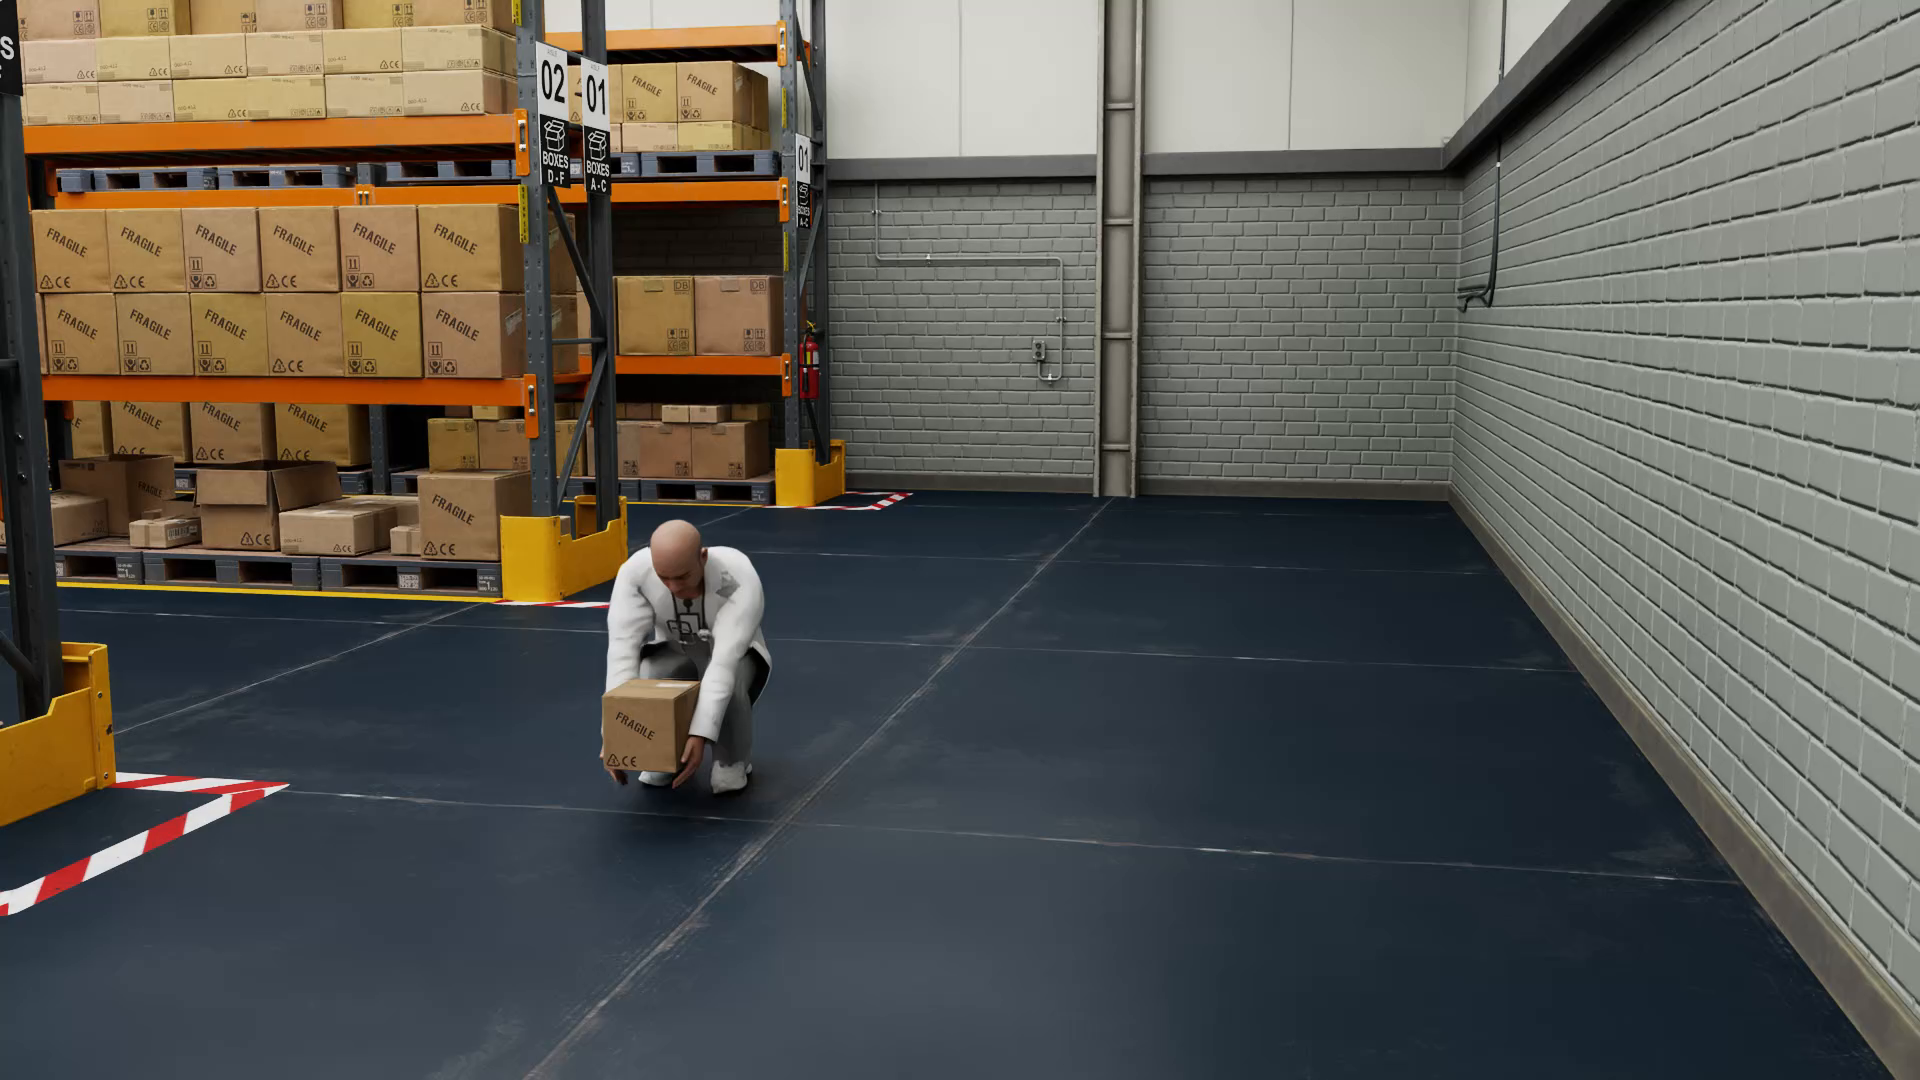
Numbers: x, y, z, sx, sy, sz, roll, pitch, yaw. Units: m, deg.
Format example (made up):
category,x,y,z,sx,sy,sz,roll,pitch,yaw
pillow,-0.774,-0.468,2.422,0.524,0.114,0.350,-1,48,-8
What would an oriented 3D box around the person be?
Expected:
category,x,y,z,sx,sy,sz,roll,pitch,yaw
person,-0.957,0.397,5.842,0.585,1.005,0.918,1,8,10
